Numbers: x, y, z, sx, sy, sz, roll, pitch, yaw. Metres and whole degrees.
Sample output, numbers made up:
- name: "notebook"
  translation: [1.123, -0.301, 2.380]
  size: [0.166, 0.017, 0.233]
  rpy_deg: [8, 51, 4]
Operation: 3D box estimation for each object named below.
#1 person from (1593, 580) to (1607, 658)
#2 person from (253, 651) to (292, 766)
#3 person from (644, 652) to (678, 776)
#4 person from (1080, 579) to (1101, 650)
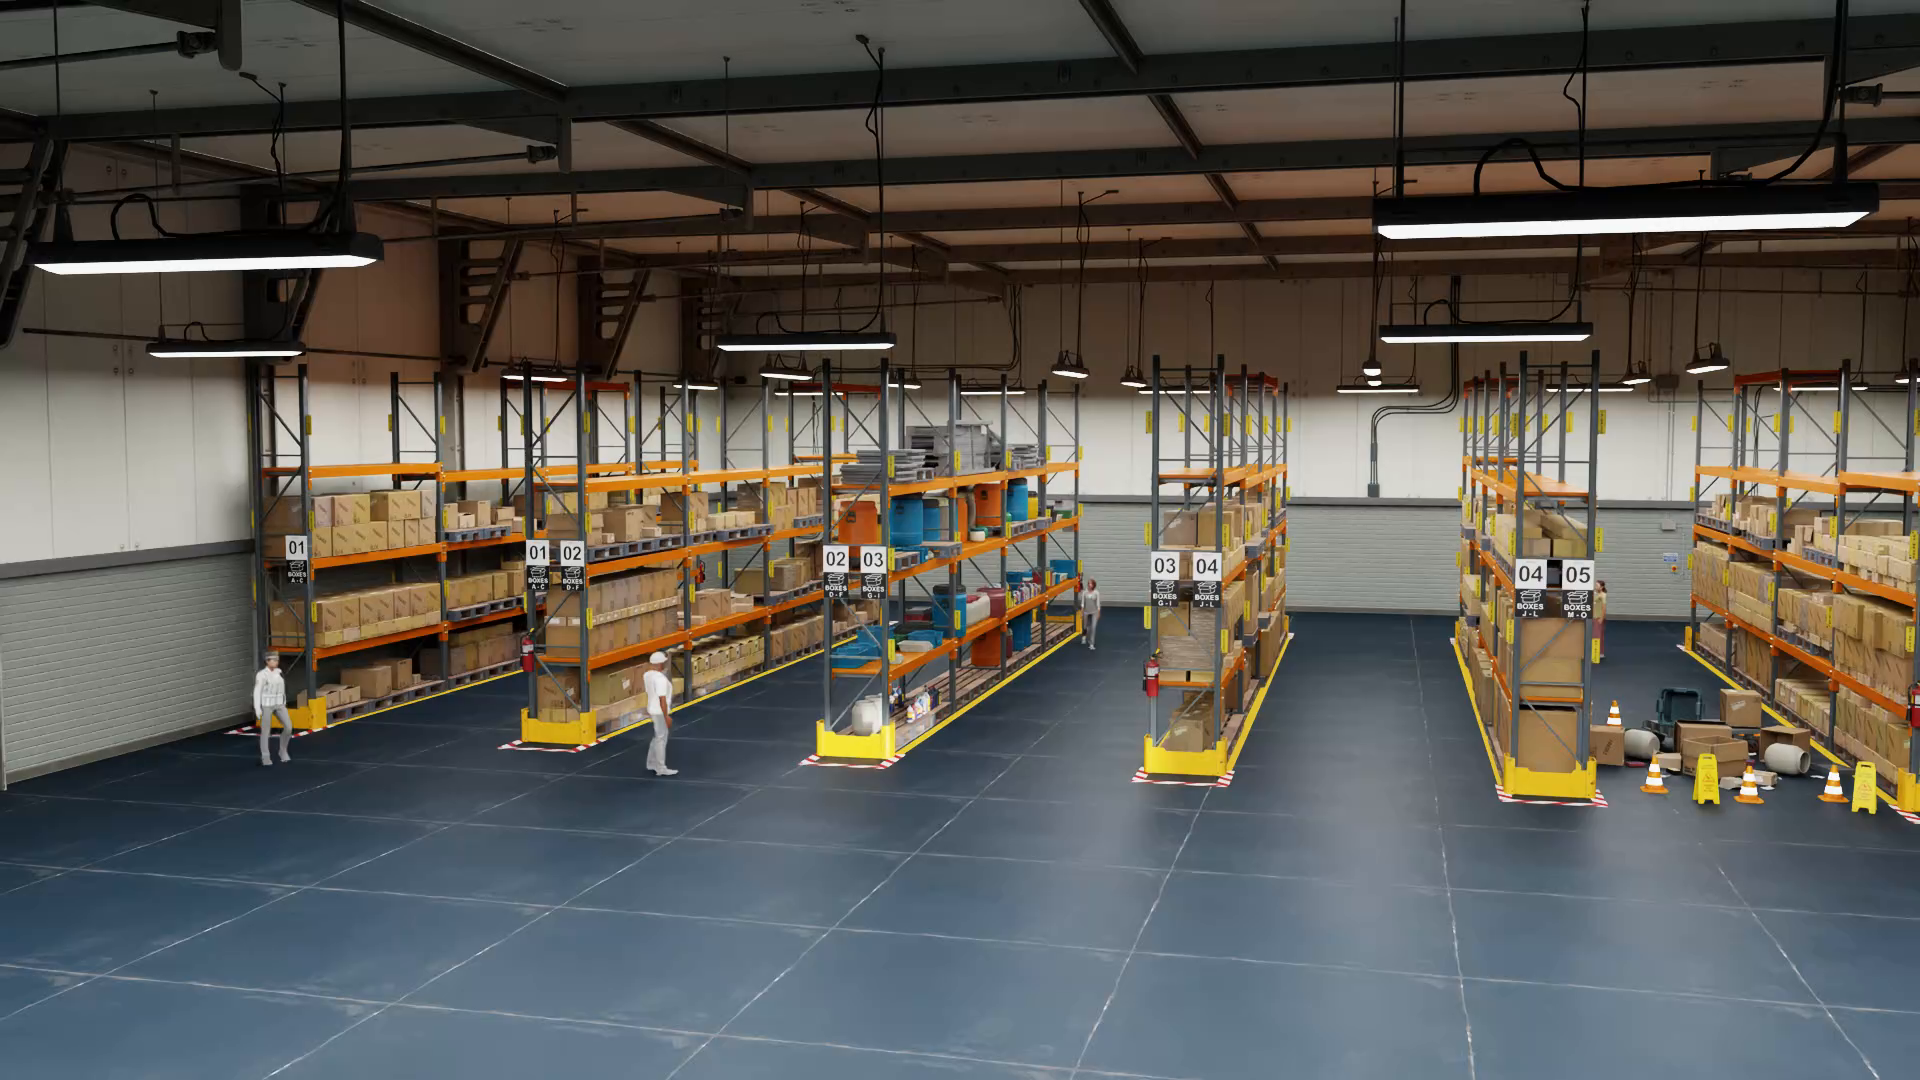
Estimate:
- name: "person"
  translation: [13.744, 1.704, 35.857]
  size: [0.386, 1.672, 0.514]
  rpy_deg: [2, 4, 24]
- name: "person"
  translation: [-10.189, 2.477, 24.586]
  size: [0.367, 1.688, 0.550]
  rpy_deg: [3, 5, 34]
- name: "person"
  translation: [-4.289, 2.494, 23.842]
  size: [0.447, 1.797, 0.628]
  rpy_deg: [-1, 4, -17]
- name: "person"
  translation: [2.923, 1.644, 37.227]
  size: [0.462, 1.563, 0.688]
  rpy_deg: [0, 4, 2]
